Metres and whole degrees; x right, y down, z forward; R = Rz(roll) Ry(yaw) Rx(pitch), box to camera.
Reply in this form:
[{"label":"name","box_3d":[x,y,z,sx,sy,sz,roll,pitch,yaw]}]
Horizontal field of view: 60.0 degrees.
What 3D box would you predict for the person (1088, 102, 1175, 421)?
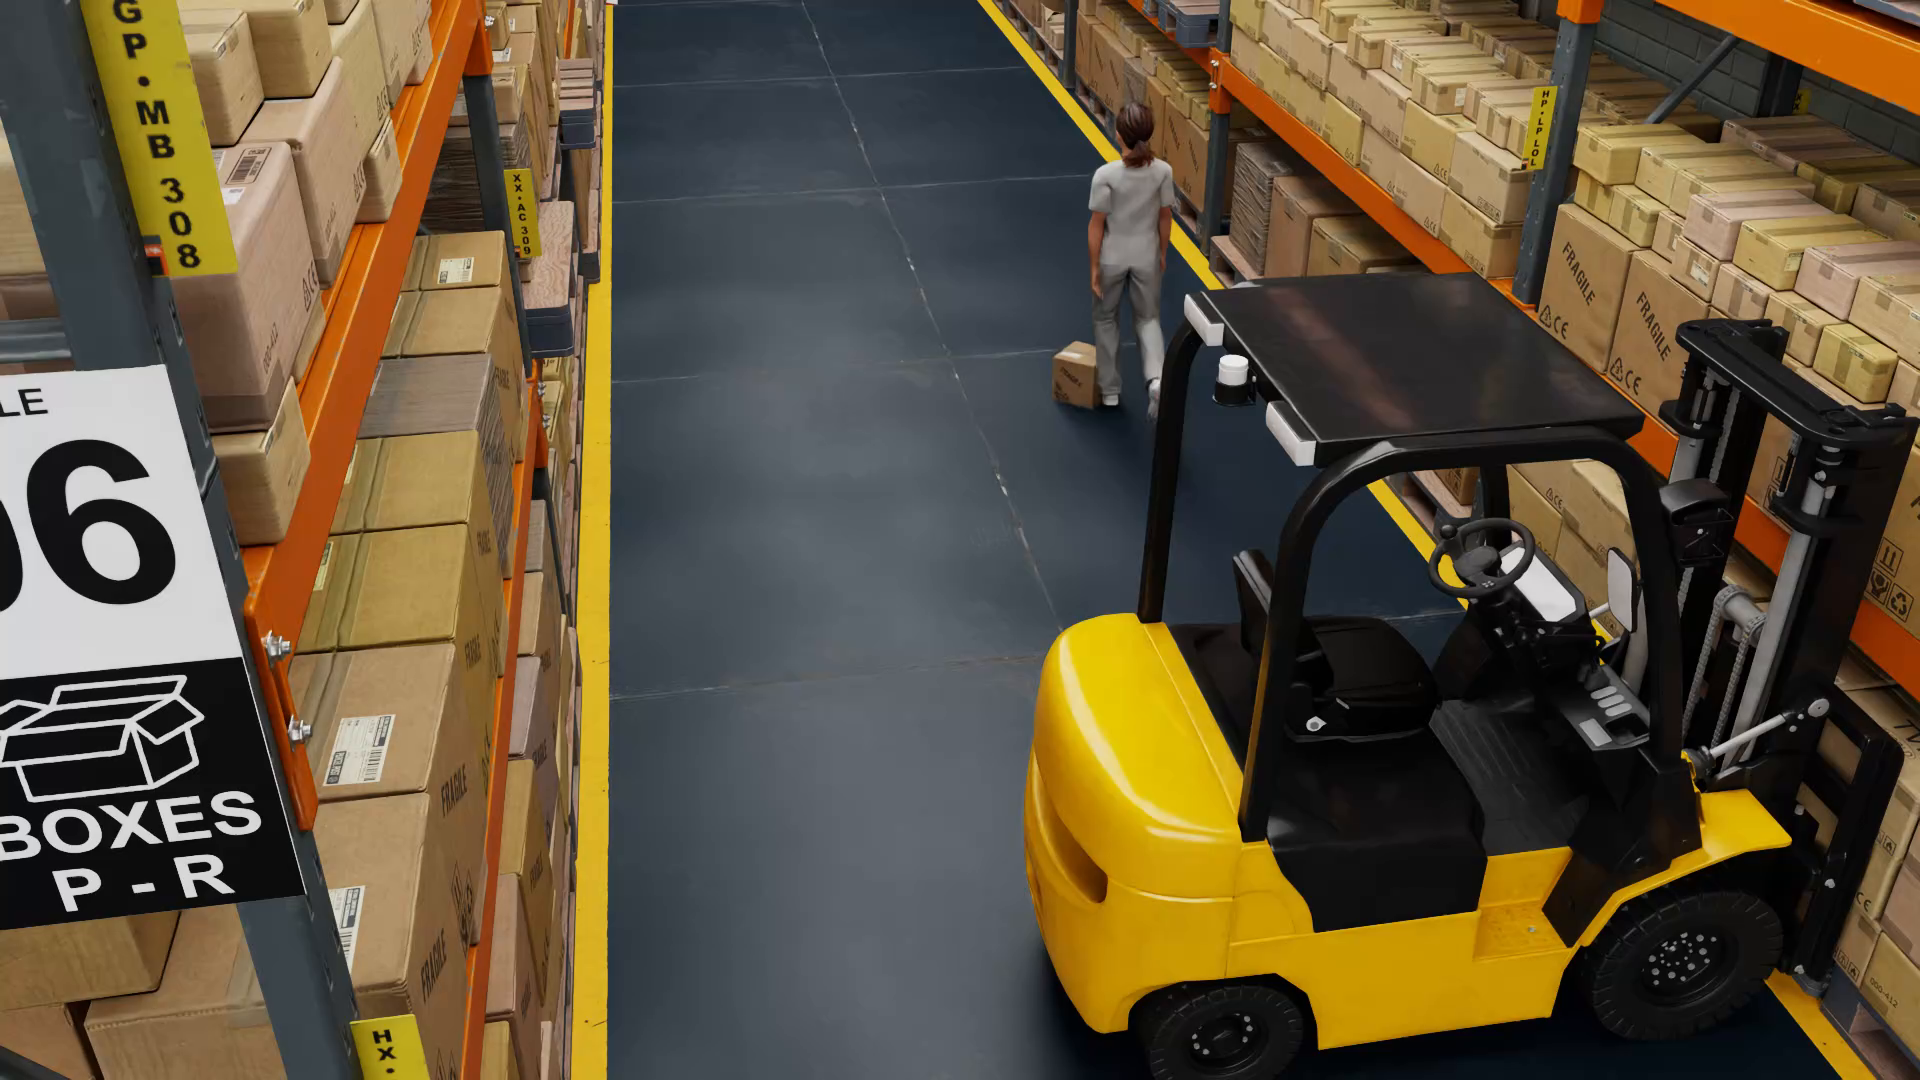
[{"label":"person","box_3d":[0.856,-1.392,8.442,0.445,1.649,0.743,-4,31,-7]}]
